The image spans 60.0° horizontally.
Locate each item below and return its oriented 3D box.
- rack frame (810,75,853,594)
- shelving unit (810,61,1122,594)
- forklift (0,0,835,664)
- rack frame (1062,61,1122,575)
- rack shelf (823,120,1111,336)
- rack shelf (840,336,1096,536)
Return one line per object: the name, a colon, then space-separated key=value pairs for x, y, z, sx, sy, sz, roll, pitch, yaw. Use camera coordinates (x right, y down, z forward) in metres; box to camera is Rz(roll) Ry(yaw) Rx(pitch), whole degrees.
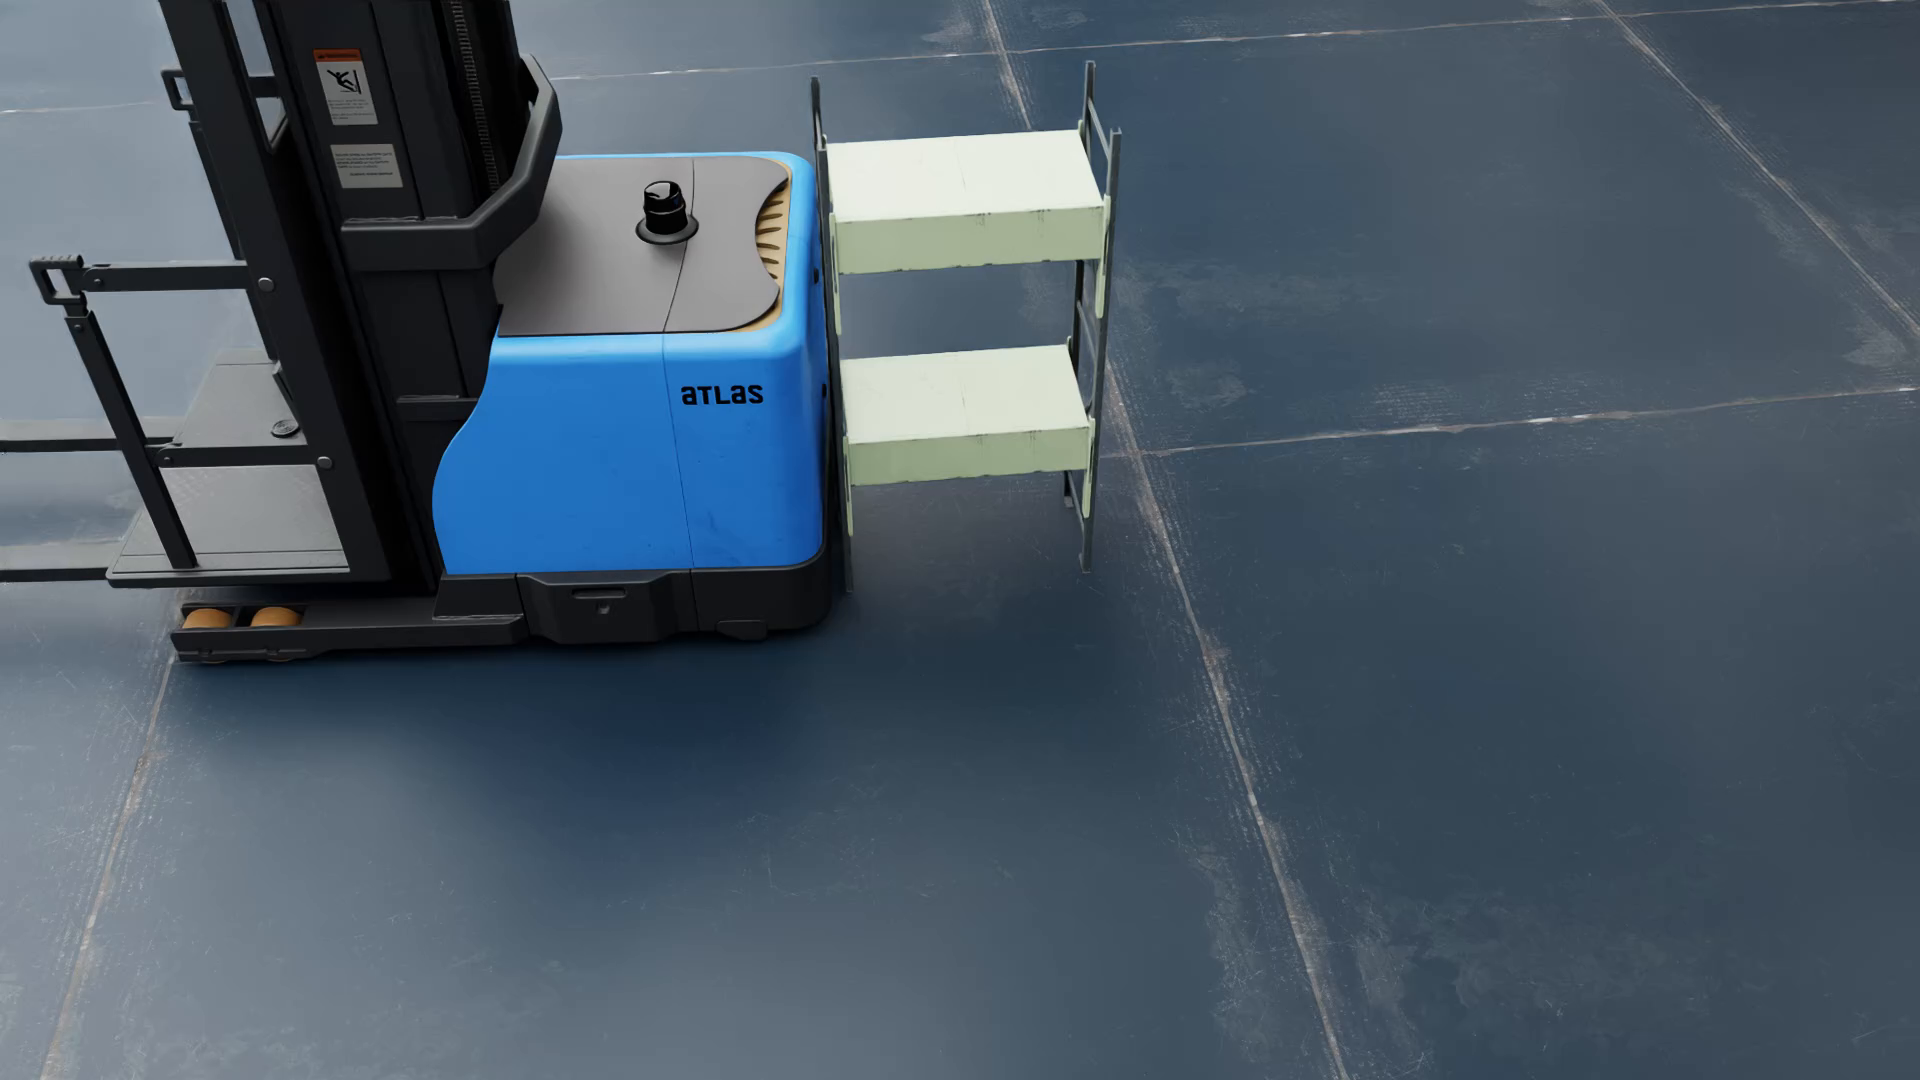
rack frame: x=-0.359 y=-0.527 z=4.715 sx=0.023 sy=1.500 sz=0.400 roll=-4 pitch=42 yaw=-5
shelving unit: x=0.004 y=-0.556 z=4.746 sx=0.755 sy=1.500 sz=0.431 roll=-4 pitch=42 yaw=-5
forklift: x=-1.914 y=-1.090 z=4.271 sx=3.031 sy=2.935 sz=1.130 roll=-1 pitch=42 yaw=-2
rack frame: x=0.368 y=-0.584 z=4.777 sx=0.023 sy=1.500 sz=0.400 roll=-4 pitch=42 yaw=-5
rack shelf: x=0.004 y=-0.846 z=4.485 sx=0.720 sy=0.370 sz=0.431 roll=-4 pitch=42 yaw=-5
rack shelf: x=0.005 y=-0.313 z=4.964 sx=0.720 sy=0.370 sz=0.431 roll=-4 pitch=42 yaw=-5
